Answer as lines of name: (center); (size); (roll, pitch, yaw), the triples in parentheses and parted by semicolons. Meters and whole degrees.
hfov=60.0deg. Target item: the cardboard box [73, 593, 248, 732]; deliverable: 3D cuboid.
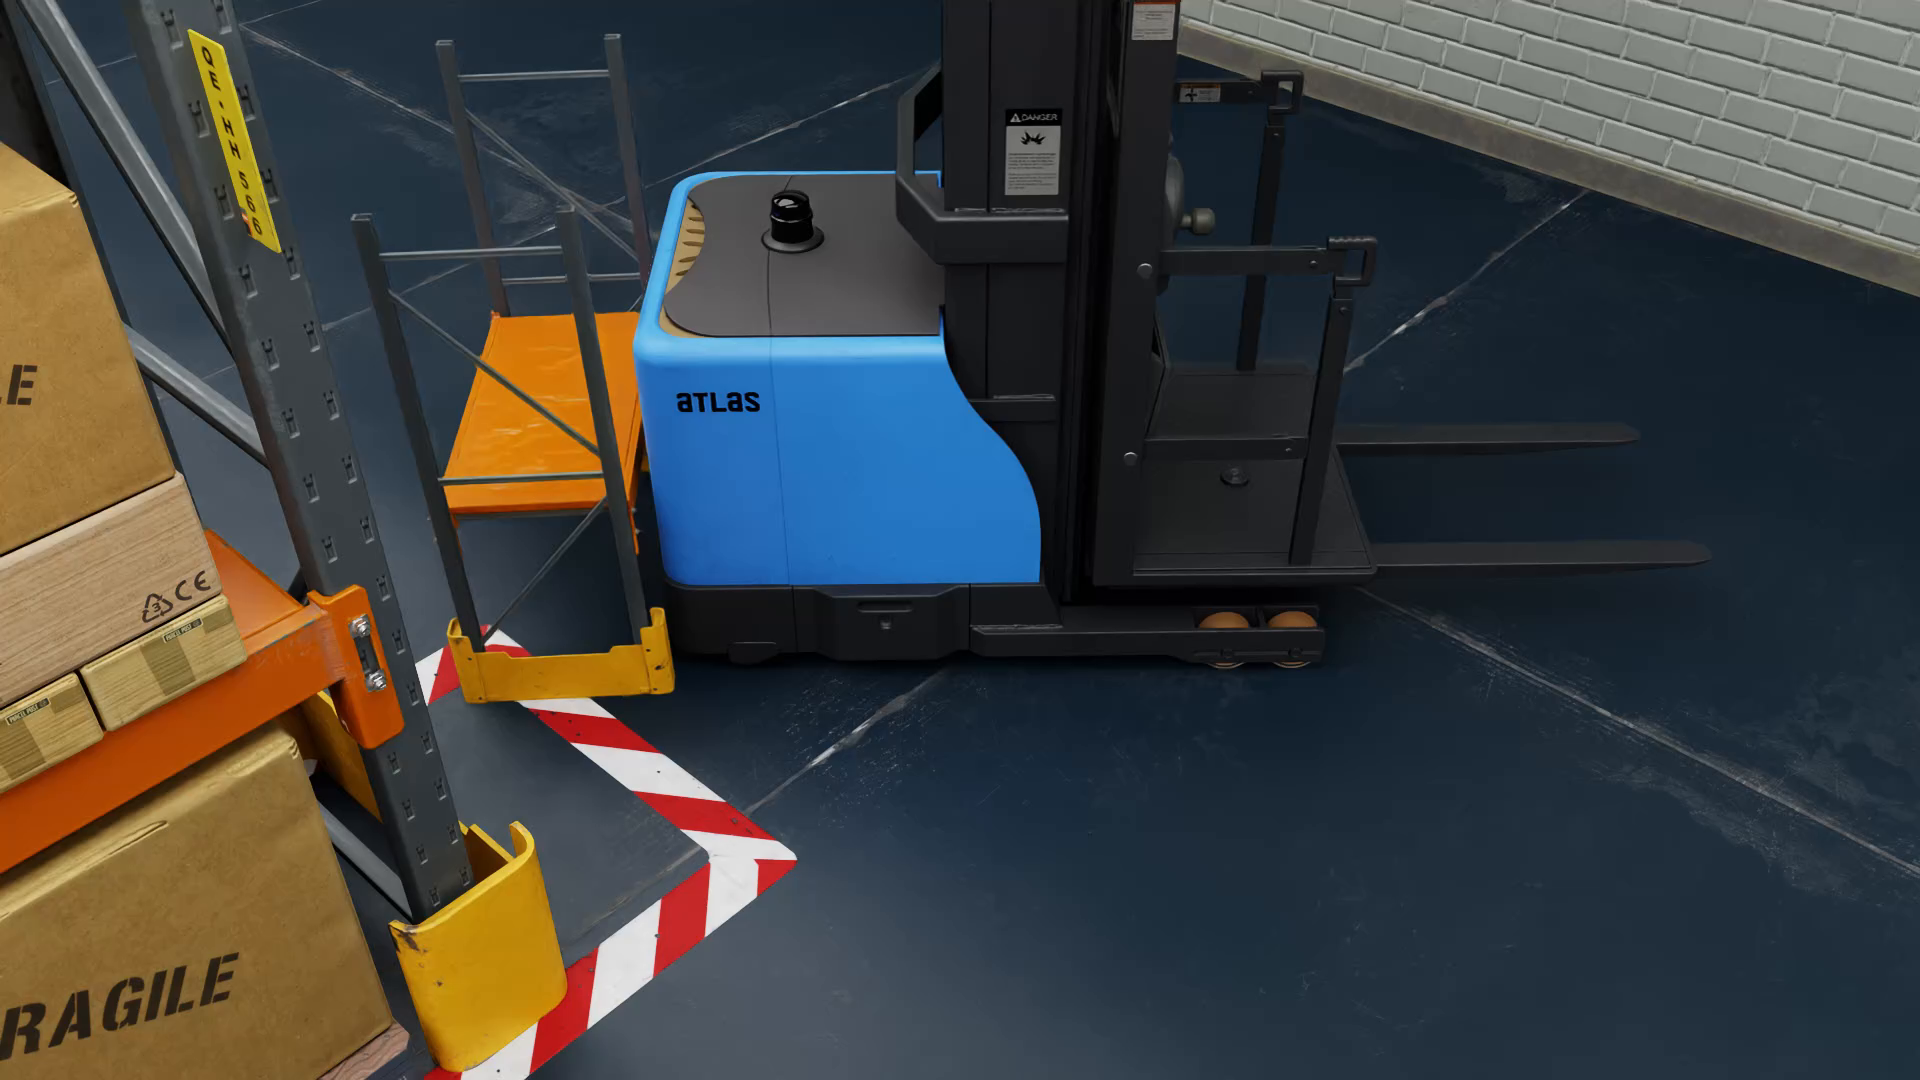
cardboard box: (-1.458, 0.128, 2.880); (0.380, 0.149, 0.250); (31, 48, 33)

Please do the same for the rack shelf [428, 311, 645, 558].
rack shelf: (-1.140, -0.329, 4.741); (0.538, 0.185, 1.000); (-3, 39, -2)

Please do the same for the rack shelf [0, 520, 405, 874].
rack shelf: (-2.810, 0.929, 2.250); (1.077, 0.370, 4.000); (30, 47, 32)

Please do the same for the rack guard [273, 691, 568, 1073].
rack guard: (-1.445, 0.696, 3.974); (1.175, 0.500, 0.348); (30, 47, 32)

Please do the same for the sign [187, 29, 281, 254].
sign: (-1.070, -0.583, 2.453); (0.100, 0.325, 0.005); (30, 47, 32)

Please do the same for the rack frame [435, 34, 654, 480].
rack frame: (-1.172, -0.786, 5.026); (0.500, 1.500, 0.032); (-3, 39, -2)

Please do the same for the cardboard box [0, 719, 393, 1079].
cardboard box: (-1.833, 0.723, 3.300); (0.875, 0.875, 0.875); (30, 47, 32)

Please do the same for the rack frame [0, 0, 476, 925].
rack frame: (-1.461, -0.272, 3.182); (1.000, 3.000, 0.127); (30, 47, 32)

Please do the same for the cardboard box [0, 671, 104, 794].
cardboard box: (-1.632, 0.249, 2.729); (0.380, 0.149, 0.250); (30, 47, 32)

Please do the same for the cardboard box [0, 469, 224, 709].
cardboard box: (-1.592, 0.005, 2.716); (0.500, 0.250, 0.500); (29, 47, 31)

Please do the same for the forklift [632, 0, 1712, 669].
forklift: (0.664, -1.109, 4.289); (3.031, 2.935, 1.130); (-1, 38, -1)

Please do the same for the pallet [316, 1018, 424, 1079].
pallet: (-1.942, 1.220, 3.546); (1.003, 0.211, 1.213); (30, 47, 32)

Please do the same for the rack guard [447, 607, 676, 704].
rack guard: (-1.104, 0.323, 4.636); (0.587, 0.250, 0.087); (-3, 39, -2)

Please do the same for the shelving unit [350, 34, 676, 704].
shelving unit: (-1.143, -0.476, 4.636); (0.587, 1.500, 1.083); (-3, 39, -2)

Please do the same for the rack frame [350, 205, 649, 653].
rack frame: (-1.113, -0.154, 4.231); (0.500, 1.500, 0.032); (-3, 39, -2)

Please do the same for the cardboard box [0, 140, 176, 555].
cardboard box: (-1.595, -0.289, 2.482); (0.500, 0.500, 0.500); (30, 47, 32)

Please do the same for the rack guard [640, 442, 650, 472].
rack guard: (-1.163, -0.296, 5.414); (0.587, 0.250, 0.087); (-3, 39, -2)
